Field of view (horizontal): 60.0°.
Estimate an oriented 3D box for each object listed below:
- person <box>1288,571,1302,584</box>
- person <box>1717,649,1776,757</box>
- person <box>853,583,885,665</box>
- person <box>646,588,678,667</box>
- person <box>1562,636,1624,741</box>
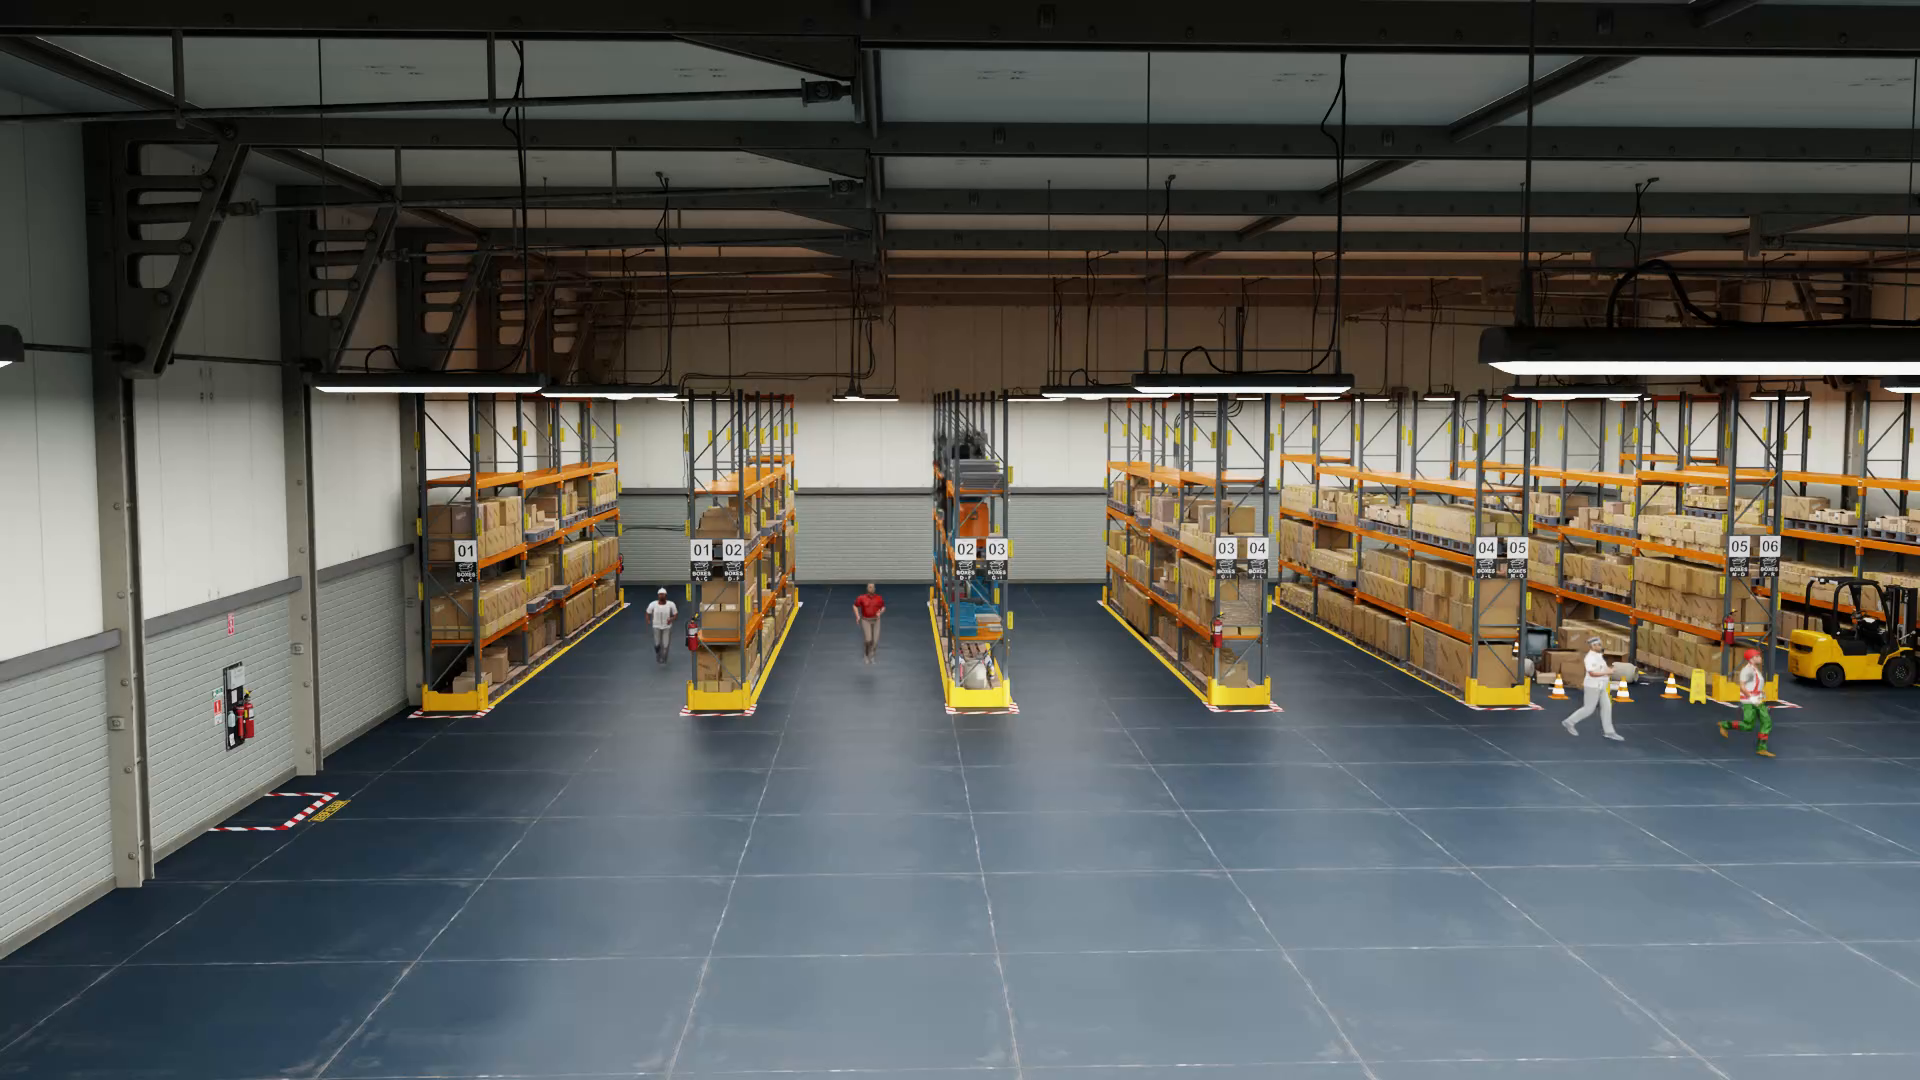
[{"bbox_3d":[9.889,0.911,48.950,0.981,1.608,0.610,0,5,-3],"label":"person"},{"bbox_3d":[12.924,2.652,27.242,0.655,1.752,0.897,-5,7,-44],"label":"person"},{"bbox_3d":[-1.858,1.760,34.759,0.651,1.724,0.602,-1,5,-17],"label":"person"},{"bbox_3d":[-6.484,1.913,36.169,0.705,1.722,0.578,-1,5,-8],"label":"person"},{"bbox_3d":[10.816,2.505,28.327,0.987,1.767,0.663,3,6,36],"label":"person"}]
